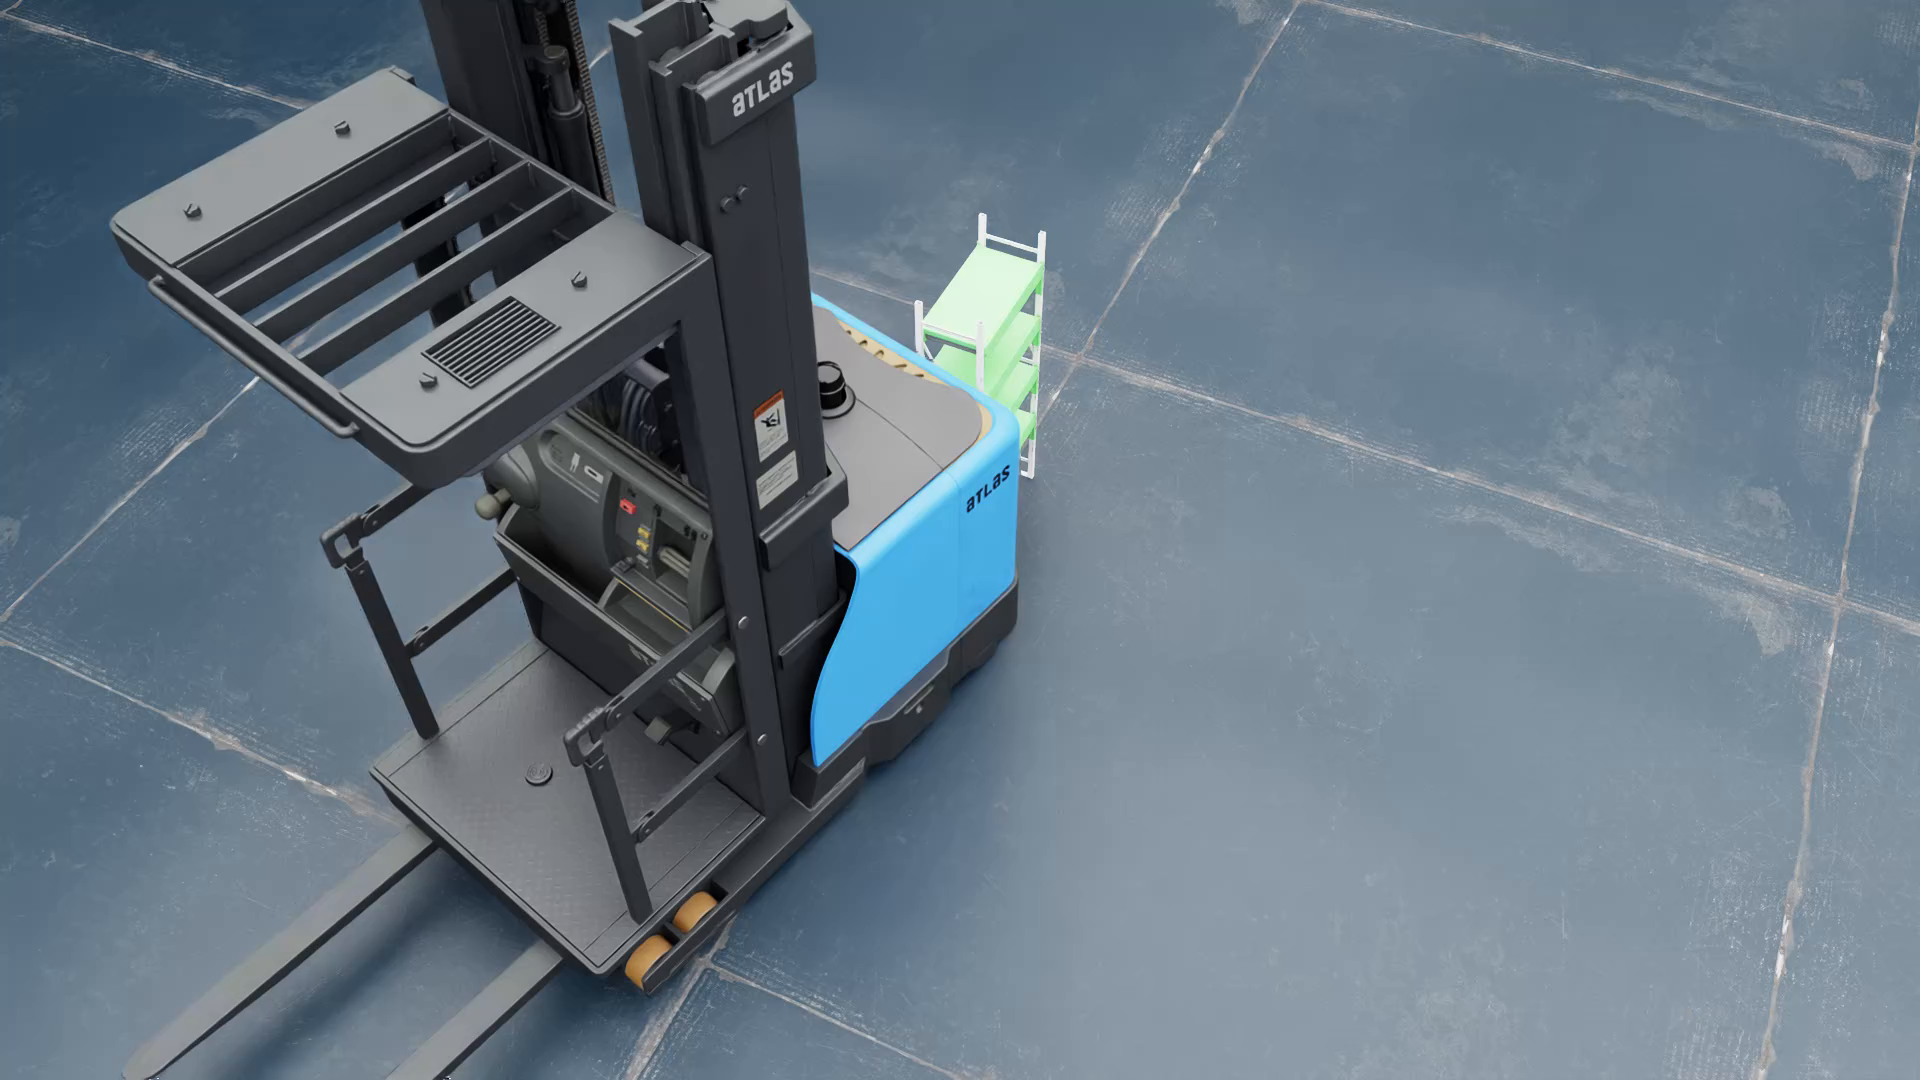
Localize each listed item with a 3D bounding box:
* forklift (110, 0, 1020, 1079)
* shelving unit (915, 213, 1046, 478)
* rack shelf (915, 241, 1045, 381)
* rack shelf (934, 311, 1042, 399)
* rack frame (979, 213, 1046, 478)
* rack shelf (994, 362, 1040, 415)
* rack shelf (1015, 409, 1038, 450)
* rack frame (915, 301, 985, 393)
[{"bbox_3d":[-1.132,-0.020,4.343,1.130,2.935,3.031,33,57,25],"label":"forklift"},{"bbox_3d":[0.071,-0.503,5.890,0.258,1.200,0.503,20,52,16],"label":"shelving unit"},{"bbox_3d":[0.071,-0.772,5.573,0.258,0.148,0.480,20,52,16],"label":"rack shelf"},{"bbox_3d":[0.071,-0.617,5.756,0.258,0.148,0.480,20,52,16],"label":"rack shelf"},{"bbox_3d":[0.175,-0.671,6.033,0.240,1.200,0.015,20,52,16],"label":"rack frame"},{"bbox_3d":[0.071,-0.461,5.939,0.258,0.148,0.480,20,52,16],"label":"rack shelf"},{"bbox_3d":[0.071,-0.306,6.121,0.258,0.148,0.480,20,52,16],"label":"rack shelf"},{"bbox_3d":[-0.034,-0.335,5.747,0.240,1.200,0.015,20,52,16],"label":"rack frame"}]
